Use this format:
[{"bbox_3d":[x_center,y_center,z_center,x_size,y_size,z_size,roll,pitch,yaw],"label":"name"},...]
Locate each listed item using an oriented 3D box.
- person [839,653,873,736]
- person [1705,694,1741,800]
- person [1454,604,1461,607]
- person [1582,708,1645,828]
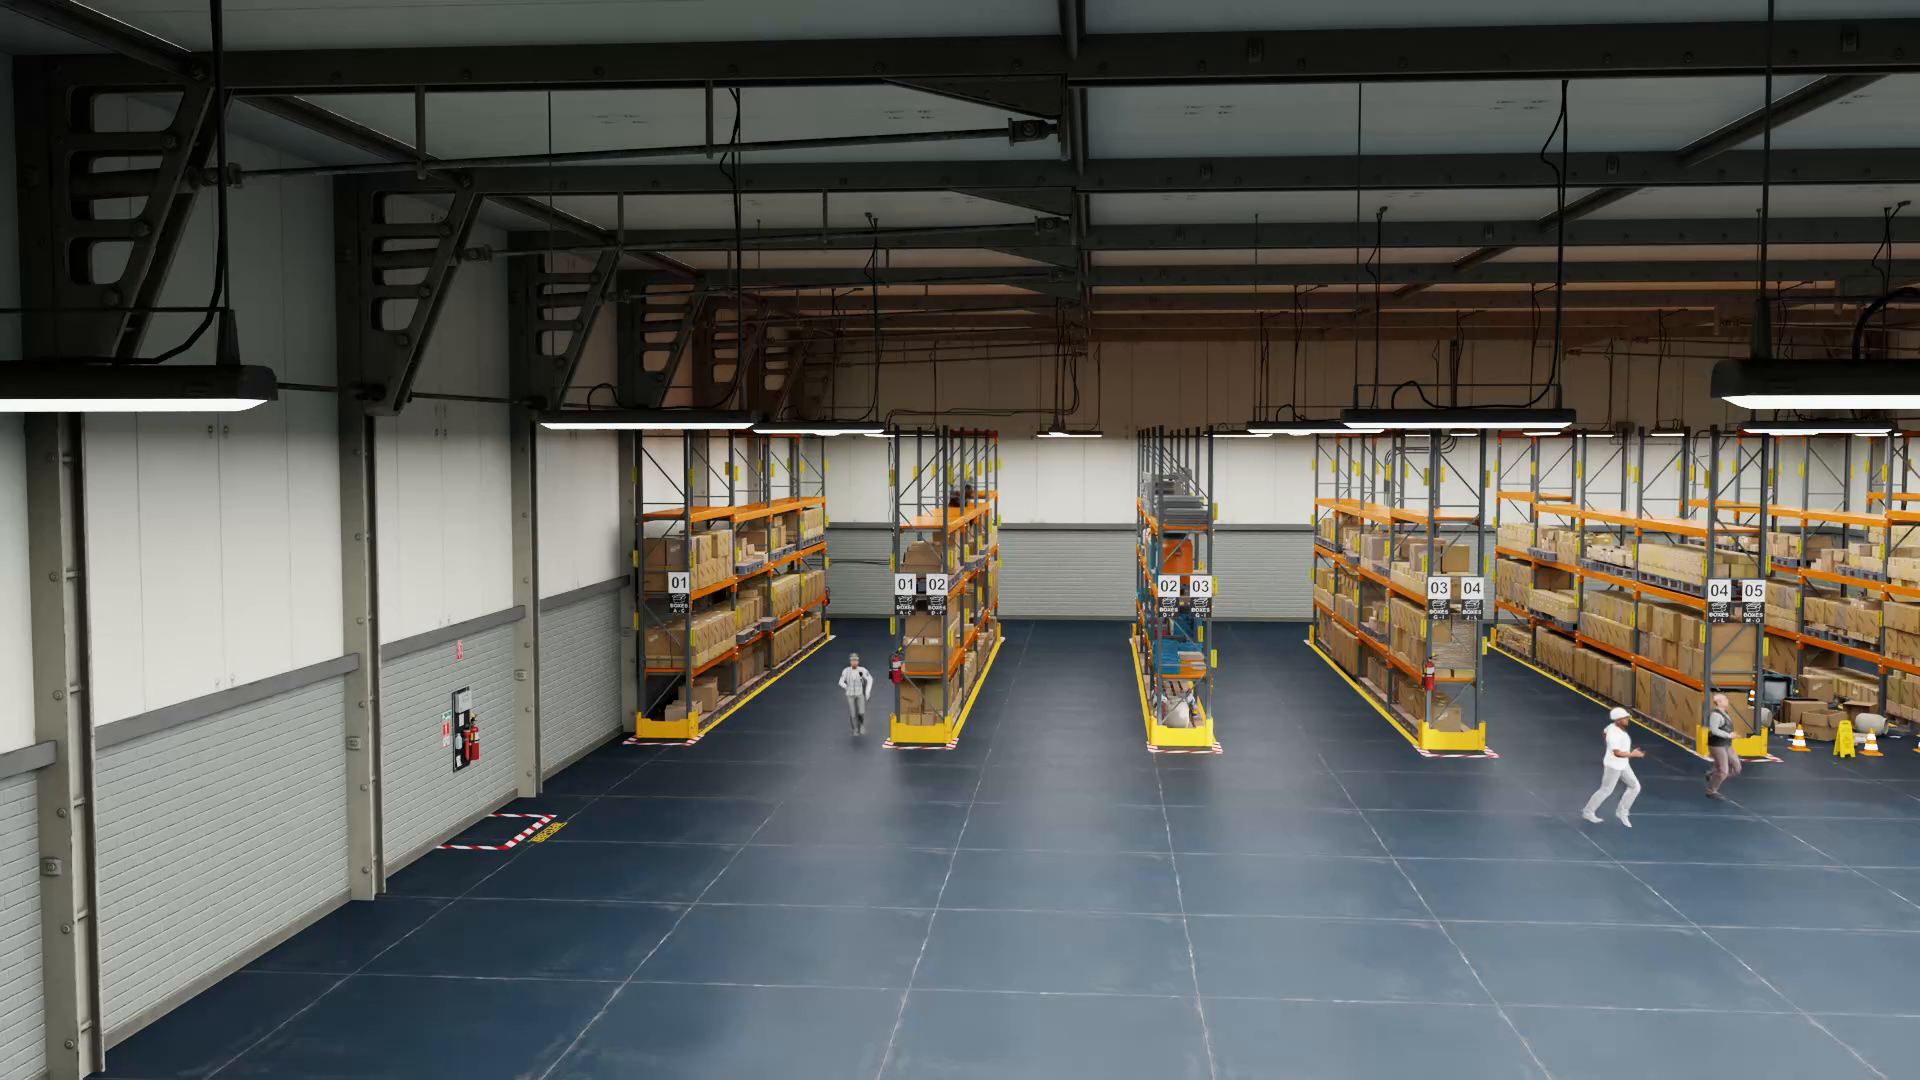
[{"bbox_3d":[-2.001,2.973,31.839,0.644,1.631,0.632,0,3,1],"label":"person"},{"bbox_3d":[12.131,3.286,26.415,0.555,1.692,0.708,3,4,39],"label":"person"},{"bbox_3d":[13.522,2.157,44.803,0.568,1.709,0.907,0,3,7],"label":"person"},{"bbox_3d":[9.700,3.366,24.599,0.864,1.794,0.705,2,4,36],"label":"person"}]
